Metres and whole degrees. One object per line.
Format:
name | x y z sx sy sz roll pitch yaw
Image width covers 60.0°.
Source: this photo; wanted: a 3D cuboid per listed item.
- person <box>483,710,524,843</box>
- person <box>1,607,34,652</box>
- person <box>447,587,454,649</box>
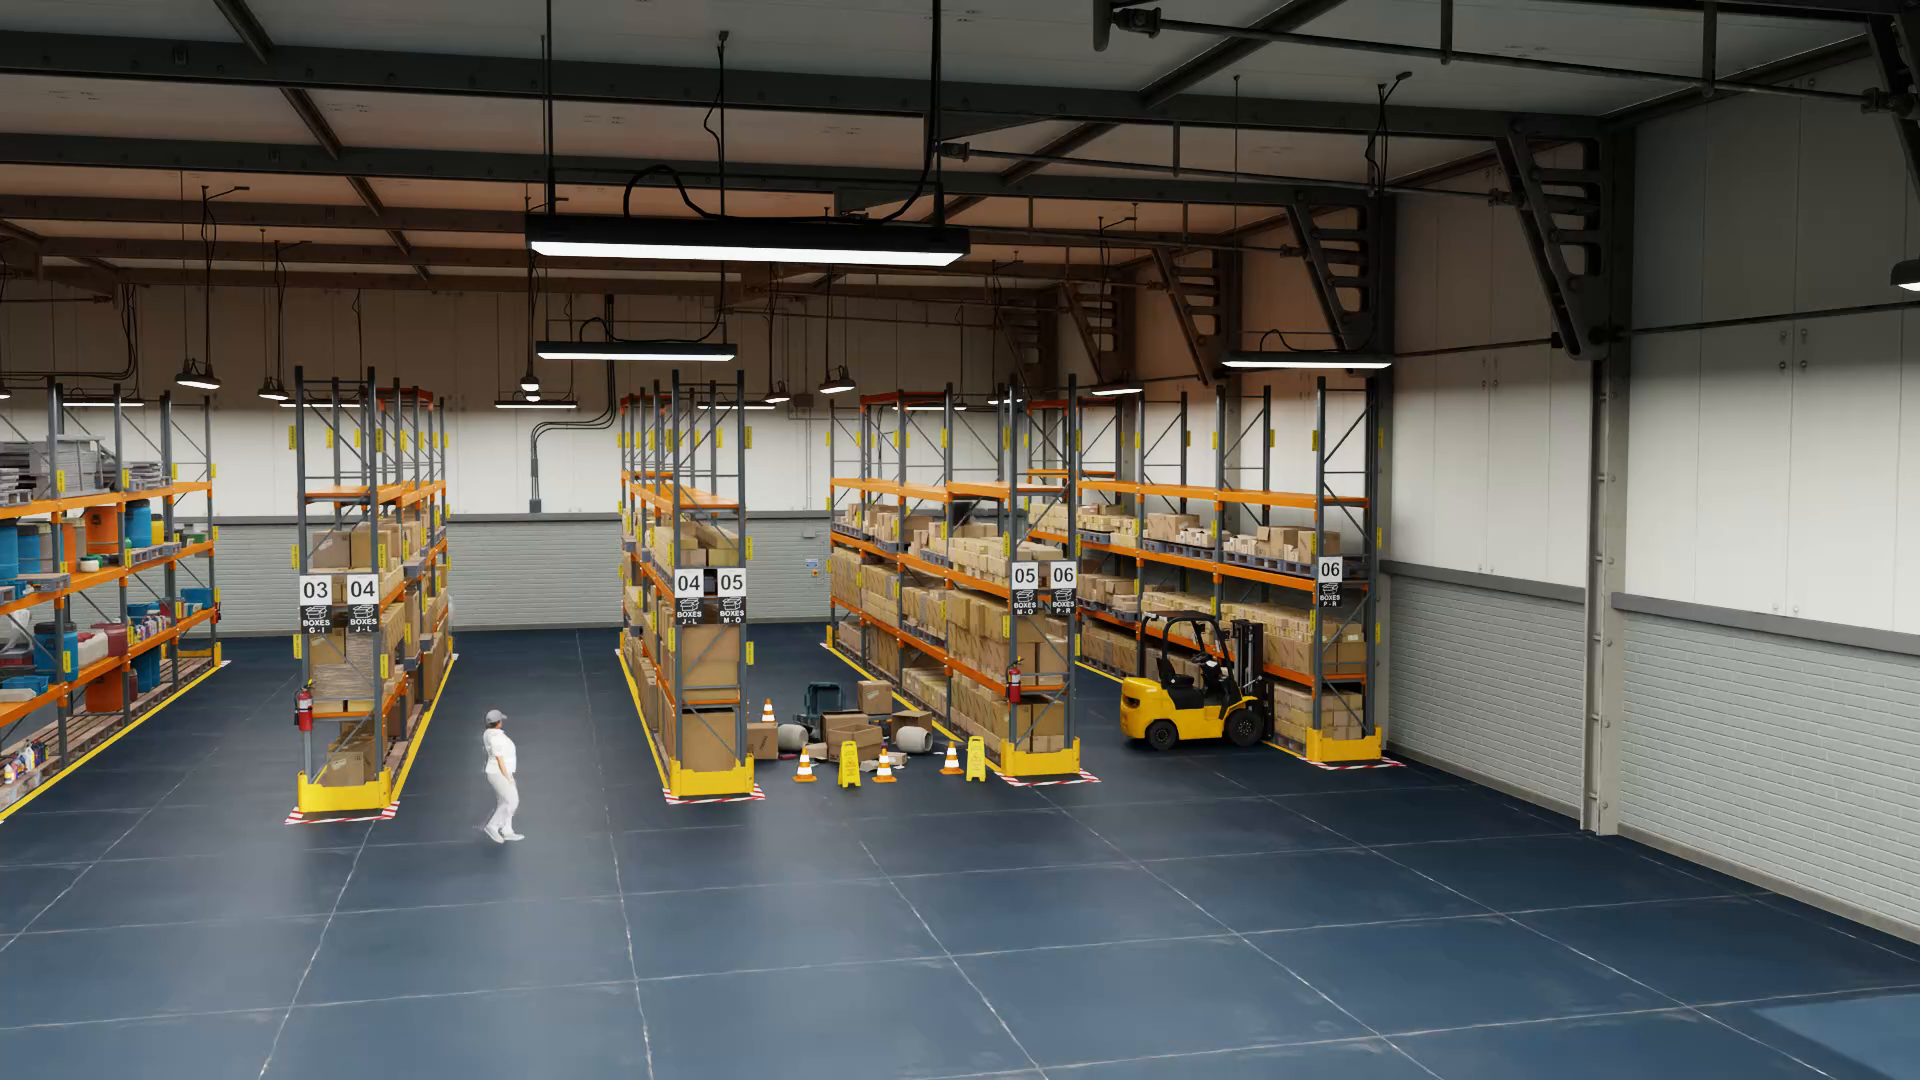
person | -5.701 2.937 20.736 0.482 1.661 0.528 -1 3 -12
person | -20.901 1.962 37.040 1.026 1.626 0.530 0 3 -5
person | -12.337 1.837 39.753 0.434 1.607 0.348 -1 4 -15
